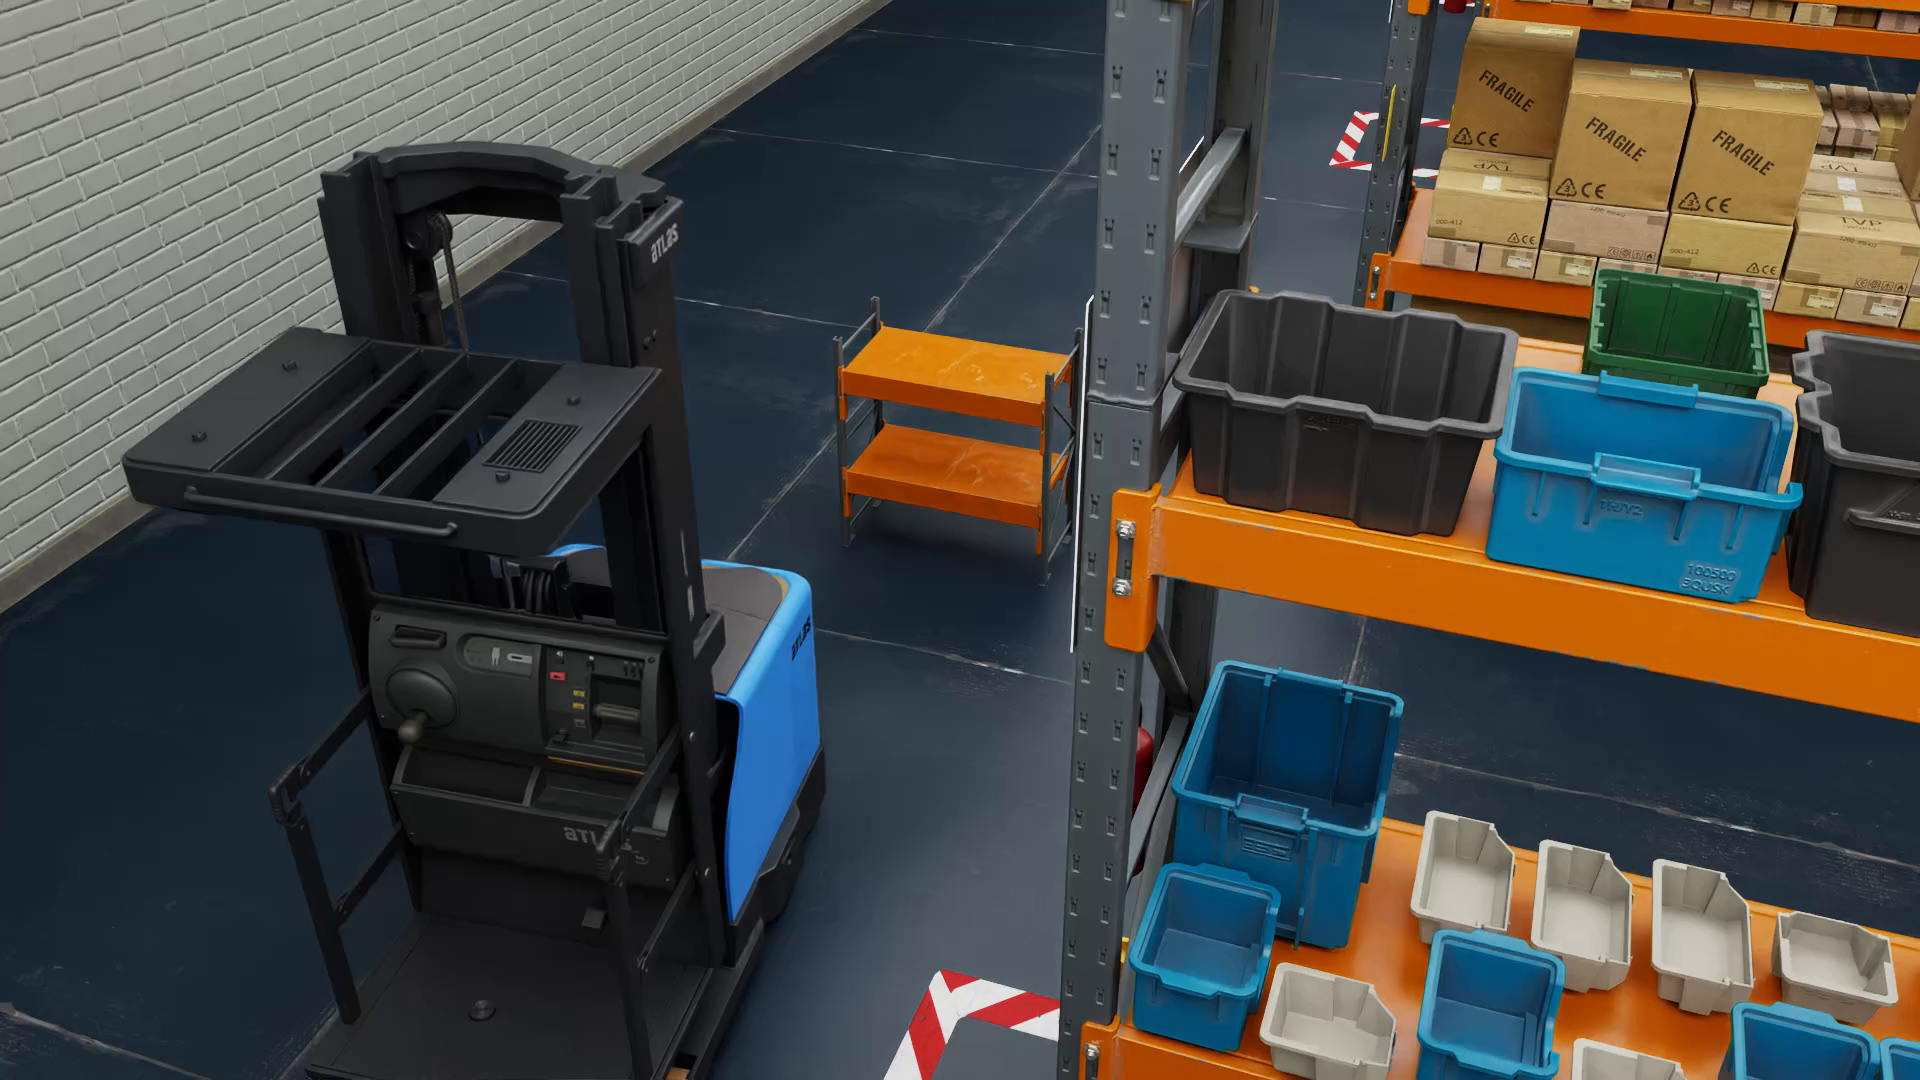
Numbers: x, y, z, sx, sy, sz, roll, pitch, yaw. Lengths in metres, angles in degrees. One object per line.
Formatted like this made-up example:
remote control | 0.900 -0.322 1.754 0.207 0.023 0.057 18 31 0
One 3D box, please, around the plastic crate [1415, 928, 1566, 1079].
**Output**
plastic crate | 1.207 1.135 3.826 0.300 0.233 0.416 11 34 16

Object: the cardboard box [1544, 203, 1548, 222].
cardboard box | 3.066 -1.677 8.314 0.250 0.149 0.380 11 34 17

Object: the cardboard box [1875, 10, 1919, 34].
cardboard box | 6.312 -3.548 11.211 0.250 0.149 0.380 10 34 14

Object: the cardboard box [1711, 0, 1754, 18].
cardboard box | 5.349 -3.754 11.530 0.250 0.149 0.380 10 34 16

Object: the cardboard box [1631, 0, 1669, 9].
cardboard box | 4.879 -3.876 11.719 0.250 0.149 0.380 13 35 19

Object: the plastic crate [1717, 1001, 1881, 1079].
plastic crate | 1.827 1.255 3.640 0.300 0.233 0.416 11 34 16

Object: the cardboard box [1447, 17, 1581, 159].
cardboard box | 2.684 -2.195 8.057 0.500 0.500 0.500 11 35 17

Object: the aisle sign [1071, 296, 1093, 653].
aisle sign | 0.298 -0.198 3.394 0.004 0.787 0.394 11 34 16

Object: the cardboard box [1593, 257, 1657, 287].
cardboard box | 3.089 -1.294 7.721 0.250 0.149 0.380 10 34 16

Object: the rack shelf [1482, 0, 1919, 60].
rack shelf | 5.788 -3.619 11.753 4.000 0.370 1.077 11 34 16

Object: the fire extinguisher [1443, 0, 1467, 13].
fire extinguisher | 3.824 -4.380 12.684 0.183 0.674 0.296 11 34 16

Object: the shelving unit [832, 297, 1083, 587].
shelving unit | -0.006 -0.474 7.947 1.048 1.125 0.538 11 34 16

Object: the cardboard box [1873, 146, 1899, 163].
cardboard box | 6.547 -2.734 11.685 0.250 0.149 0.380 11 35 17

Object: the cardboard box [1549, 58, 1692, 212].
cardboard box | 2.968 -1.833 7.496 0.500 0.500 0.500 10 34 15

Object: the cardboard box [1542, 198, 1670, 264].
cardboard box | 2.989 -1.518 7.699 0.500 0.250 0.500 11 34 16

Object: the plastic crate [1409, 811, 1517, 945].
plastic crate | 1.295 0.898 4.281 0.243 0.136 0.396 11 34 16

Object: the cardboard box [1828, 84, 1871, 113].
cardboard box | 6.457 -3.179 12.101 0.250 0.149 0.380 12 35 17

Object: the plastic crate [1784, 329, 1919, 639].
plastic crate | 1.811 -0.058 2.867 0.767 0.338 0.504 11 34 16

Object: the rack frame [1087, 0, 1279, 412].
rack frame | 0.466 -1.765 2.687 0.127 3.000 1.000 11 34 16

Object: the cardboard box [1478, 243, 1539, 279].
cardboard box | 2.602 -1.388 7.866 0.250 0.149 0.380 11 34 16

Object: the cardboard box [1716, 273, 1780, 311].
cardboard box | 3.571 -1.200 7.575 0.250 0.149 0.380 11 34 16

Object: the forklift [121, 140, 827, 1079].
forklift | -1.376 0.504 4.767 1.130 2.935 3.031 8 34 12

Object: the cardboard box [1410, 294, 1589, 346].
cardboard box | 2.766 -0.981 8.575 0.875 0.875 0.875 11 34 16

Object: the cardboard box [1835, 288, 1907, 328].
cardboard box | 4.056 -1.106 7.430 0.250 0.149 0.380 12 35 17

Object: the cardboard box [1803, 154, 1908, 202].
cardboard box | 4.131 -1.603 7.831 0.500 0.250 0.500 11 34 17

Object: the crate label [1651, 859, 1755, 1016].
crate label | 1.833 0.997 4.128 0.243 0.136 0.396 11 34 16

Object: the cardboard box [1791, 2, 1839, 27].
cardboard box | 5.827 -3.632 11.342 0.250 0.149 0.380 12 35 17

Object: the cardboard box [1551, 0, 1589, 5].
cardboard box | 4.353 -3.930 11.803 0.250 0.149 0.380 12 35 18

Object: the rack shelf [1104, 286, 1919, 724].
rack shelf | 2.349 0.164 3.129 4.000 0.370 1.077 11 34 16

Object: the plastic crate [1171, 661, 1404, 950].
plastic crate | 0.844 0.682 4.341 0.499 0.435 0.616 11 34 16

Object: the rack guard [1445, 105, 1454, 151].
rack guard | 3.977 -3.223 12.781 0.348 0.500 1.175 11 34 16

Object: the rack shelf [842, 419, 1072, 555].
rack shelf | -0.006 -0.268 8.079 1.000 0.278 0.538 11 34 16

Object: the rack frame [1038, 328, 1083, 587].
rack frame | 0.472 -0.381 7.803 0.032 1.125 0.500 11 34 16

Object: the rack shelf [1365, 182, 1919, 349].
rack shelf | 4.020 -1.105 7.859 4.000 0.370 1.077 11 34 16

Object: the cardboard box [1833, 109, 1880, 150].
cardboard box | 6.253 -2.874 11.629 0.250 0.149 0.380 9 34 14

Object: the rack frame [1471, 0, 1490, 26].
rack frame | 3.905 -4.287 12.125 0.127 3.000 1.000 11 34 16

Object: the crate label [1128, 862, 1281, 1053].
crate label | 0.587 1.014 4.013 0.303 0.233 0.416 11 34 16

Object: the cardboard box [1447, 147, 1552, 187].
cardboard box | 2.683 -1.882 8.264 0.500 0.250 0.500 10 34 16

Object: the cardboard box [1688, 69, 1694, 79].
cardboard box | 5.487 -3.390 12.428 0.250 0.149 0.380 12 35 18

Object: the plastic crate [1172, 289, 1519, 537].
plastic crate | 0.734 -0.237 3.206 0.590 0.269 0.497 11 34 16

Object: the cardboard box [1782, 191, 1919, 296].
cardboard box | 3.954 -1.331 7.410 0.500 0.250 0.500 10 34 16

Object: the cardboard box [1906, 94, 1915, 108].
cardboard box | 6.923 -3.055 11.908 0.250 0.149 0.380 11 34 16

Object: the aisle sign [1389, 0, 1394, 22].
aisle sign | 1.968 -2.725 7.309 0.004 0.787 0.394 11 34 16

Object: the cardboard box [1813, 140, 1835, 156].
cardboard box | 6.055 -2.830 11.834 0.250 0.149 0.380 9 34 14
